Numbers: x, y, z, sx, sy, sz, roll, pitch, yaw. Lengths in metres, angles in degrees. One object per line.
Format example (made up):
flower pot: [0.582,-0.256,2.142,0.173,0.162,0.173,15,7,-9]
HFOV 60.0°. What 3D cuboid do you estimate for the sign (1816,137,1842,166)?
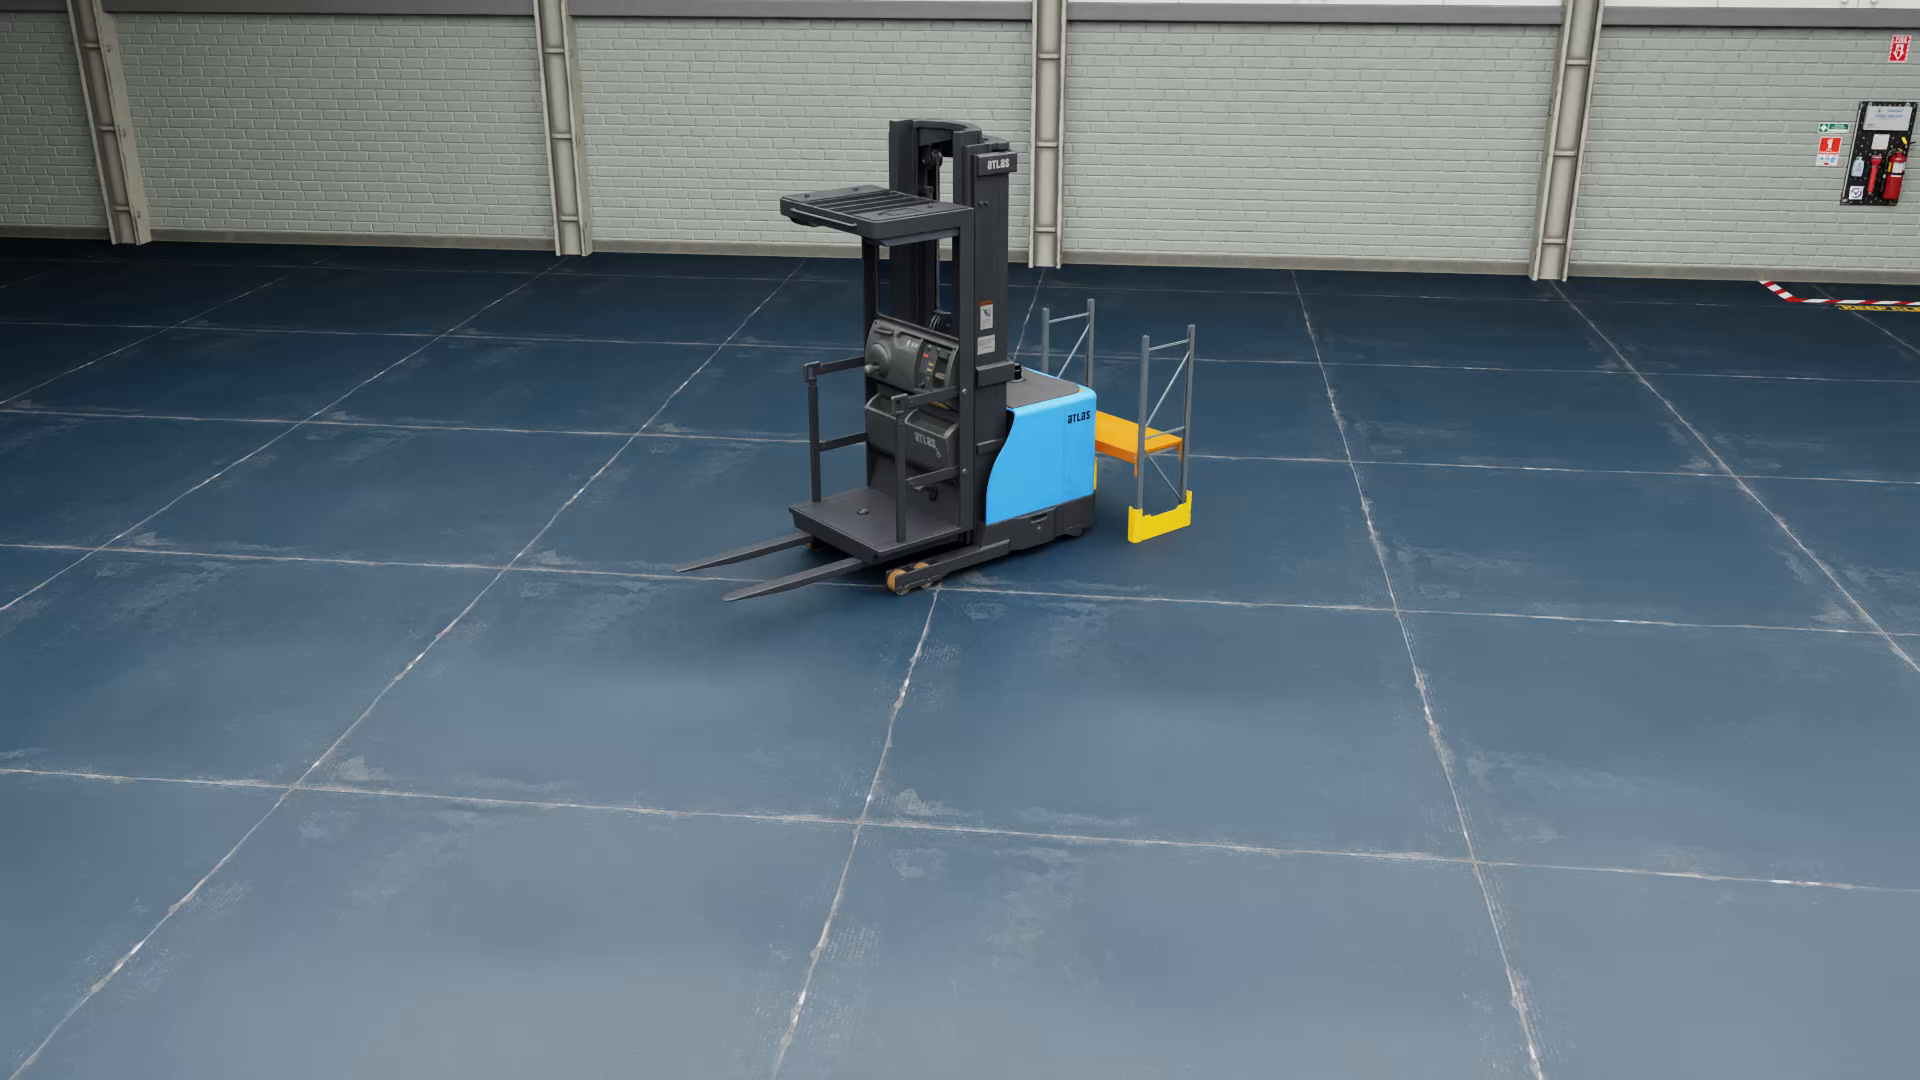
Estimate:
sign: [9.983,-4.466,19.108,0.234,0.329,0.001,2,22,6]

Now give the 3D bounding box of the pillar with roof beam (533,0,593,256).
pillar with roof beam: [-5.412,-6.264,15.545,0.400,9.000,9.100,2,22,6]

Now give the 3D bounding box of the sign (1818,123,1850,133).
sign: [9.986,-4.709,19.002,0.331,0.109,0.001,2,22,6]

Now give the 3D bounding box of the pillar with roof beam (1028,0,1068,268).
pillar with roof beam: [0.546,-6.004,14.888,0.400,9.000,9.100,2,22,6]

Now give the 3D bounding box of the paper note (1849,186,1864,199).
paper note: [10.352,-4.011,19.204,0.142,0.148,0.016,2,22,6]

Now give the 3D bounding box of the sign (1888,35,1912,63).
sign: [10.524,-5.503,18.626,0.199,0.298,0.001,2,22,6]

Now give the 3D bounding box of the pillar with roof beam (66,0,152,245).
pillar with roof beam: [-11.370,-6.524,16.201,0.400,9.000,9.100,2,22,6]

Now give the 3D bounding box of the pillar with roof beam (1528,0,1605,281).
pillar with roof beam: [6.504,-5.745,14.231,0.400,9.000,9.100,2,22,6]

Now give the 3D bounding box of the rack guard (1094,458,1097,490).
rack guard: [0.814,-0.456,12.752,0.587,0.250,0.087,-17,27,-36]

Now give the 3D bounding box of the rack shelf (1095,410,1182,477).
rack shelf: [1.125,-0.731,12.238,0.538,0.185,1.000,-17,27,-36]

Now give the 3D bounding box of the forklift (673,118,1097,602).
forklift: [-0.490,-1.219,11.036,3.031,2.935,1.130,-16,27,-36]

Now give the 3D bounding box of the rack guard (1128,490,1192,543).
rack guard: [1.448,-0.173,12.038,0.587,0.250,0.087,-17,27,-36]

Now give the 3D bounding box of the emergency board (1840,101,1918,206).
emergency board: [10.520,-4.388,18.959,0.643,1.169,0.194,2,22,6]

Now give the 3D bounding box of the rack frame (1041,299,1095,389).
rack frame: [0.802,-1.042,12.536,0.500,1.500,0.032,-17,27,-36]

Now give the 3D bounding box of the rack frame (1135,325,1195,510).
rack frame: [1.449,-0.754,11.807,0.500,1.500,0.032,-17,27,-36]

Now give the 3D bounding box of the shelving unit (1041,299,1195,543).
shelving unit: [1.131,-0.896,12.165,0.587,1.500,1.083,-17,27,-36]
